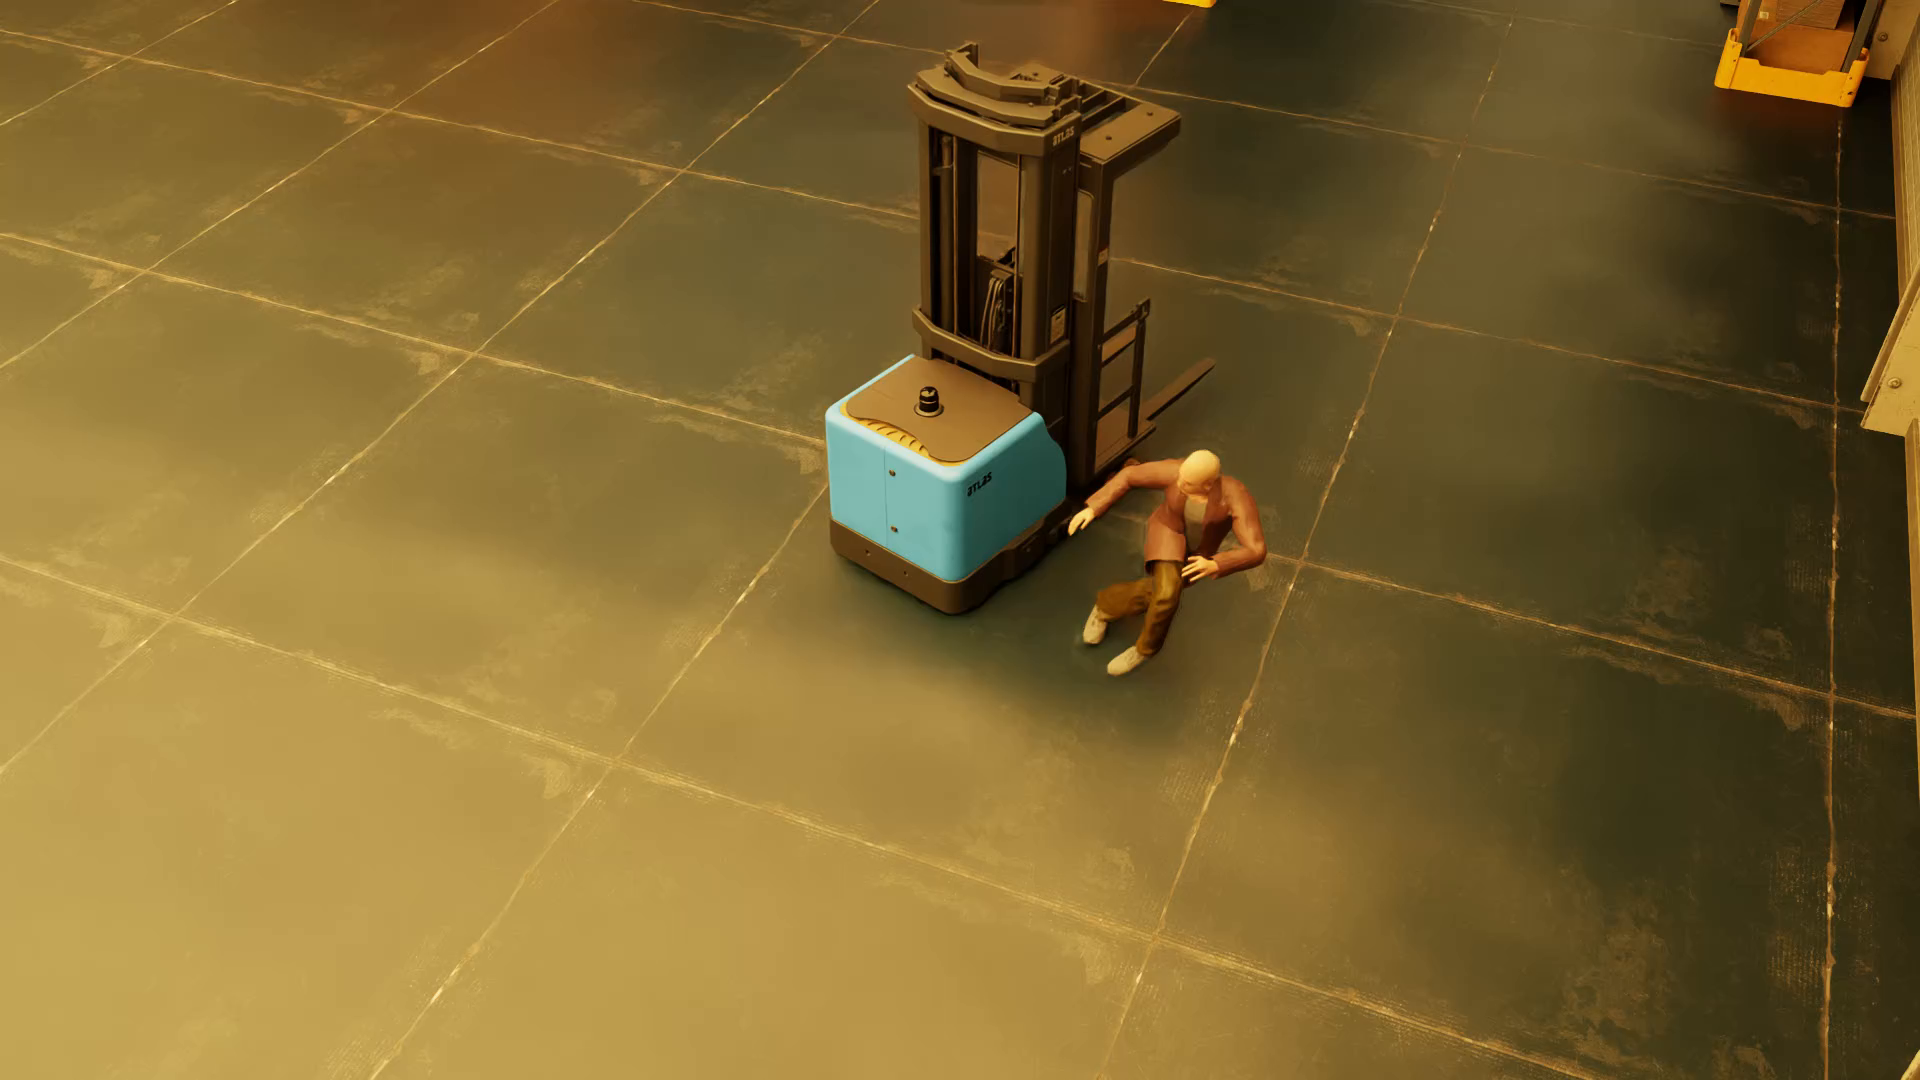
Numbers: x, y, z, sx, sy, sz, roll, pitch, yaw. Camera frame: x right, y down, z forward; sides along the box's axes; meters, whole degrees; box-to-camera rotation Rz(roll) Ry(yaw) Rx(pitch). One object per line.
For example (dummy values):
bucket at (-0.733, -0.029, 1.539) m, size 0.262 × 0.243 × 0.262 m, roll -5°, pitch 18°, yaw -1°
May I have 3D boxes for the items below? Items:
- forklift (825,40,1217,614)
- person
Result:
forklift at (0.538, -1.573, 9.886) m, size 1.130 × 2.935 × 3.031 m, roll 28°, pitch 47°, yaw 29°
person at (1.087, 0.126, 8.917) m, size 1.043 × 1.554 × 0.929 m, roll 6°, pitch 40°, yaw 7°
